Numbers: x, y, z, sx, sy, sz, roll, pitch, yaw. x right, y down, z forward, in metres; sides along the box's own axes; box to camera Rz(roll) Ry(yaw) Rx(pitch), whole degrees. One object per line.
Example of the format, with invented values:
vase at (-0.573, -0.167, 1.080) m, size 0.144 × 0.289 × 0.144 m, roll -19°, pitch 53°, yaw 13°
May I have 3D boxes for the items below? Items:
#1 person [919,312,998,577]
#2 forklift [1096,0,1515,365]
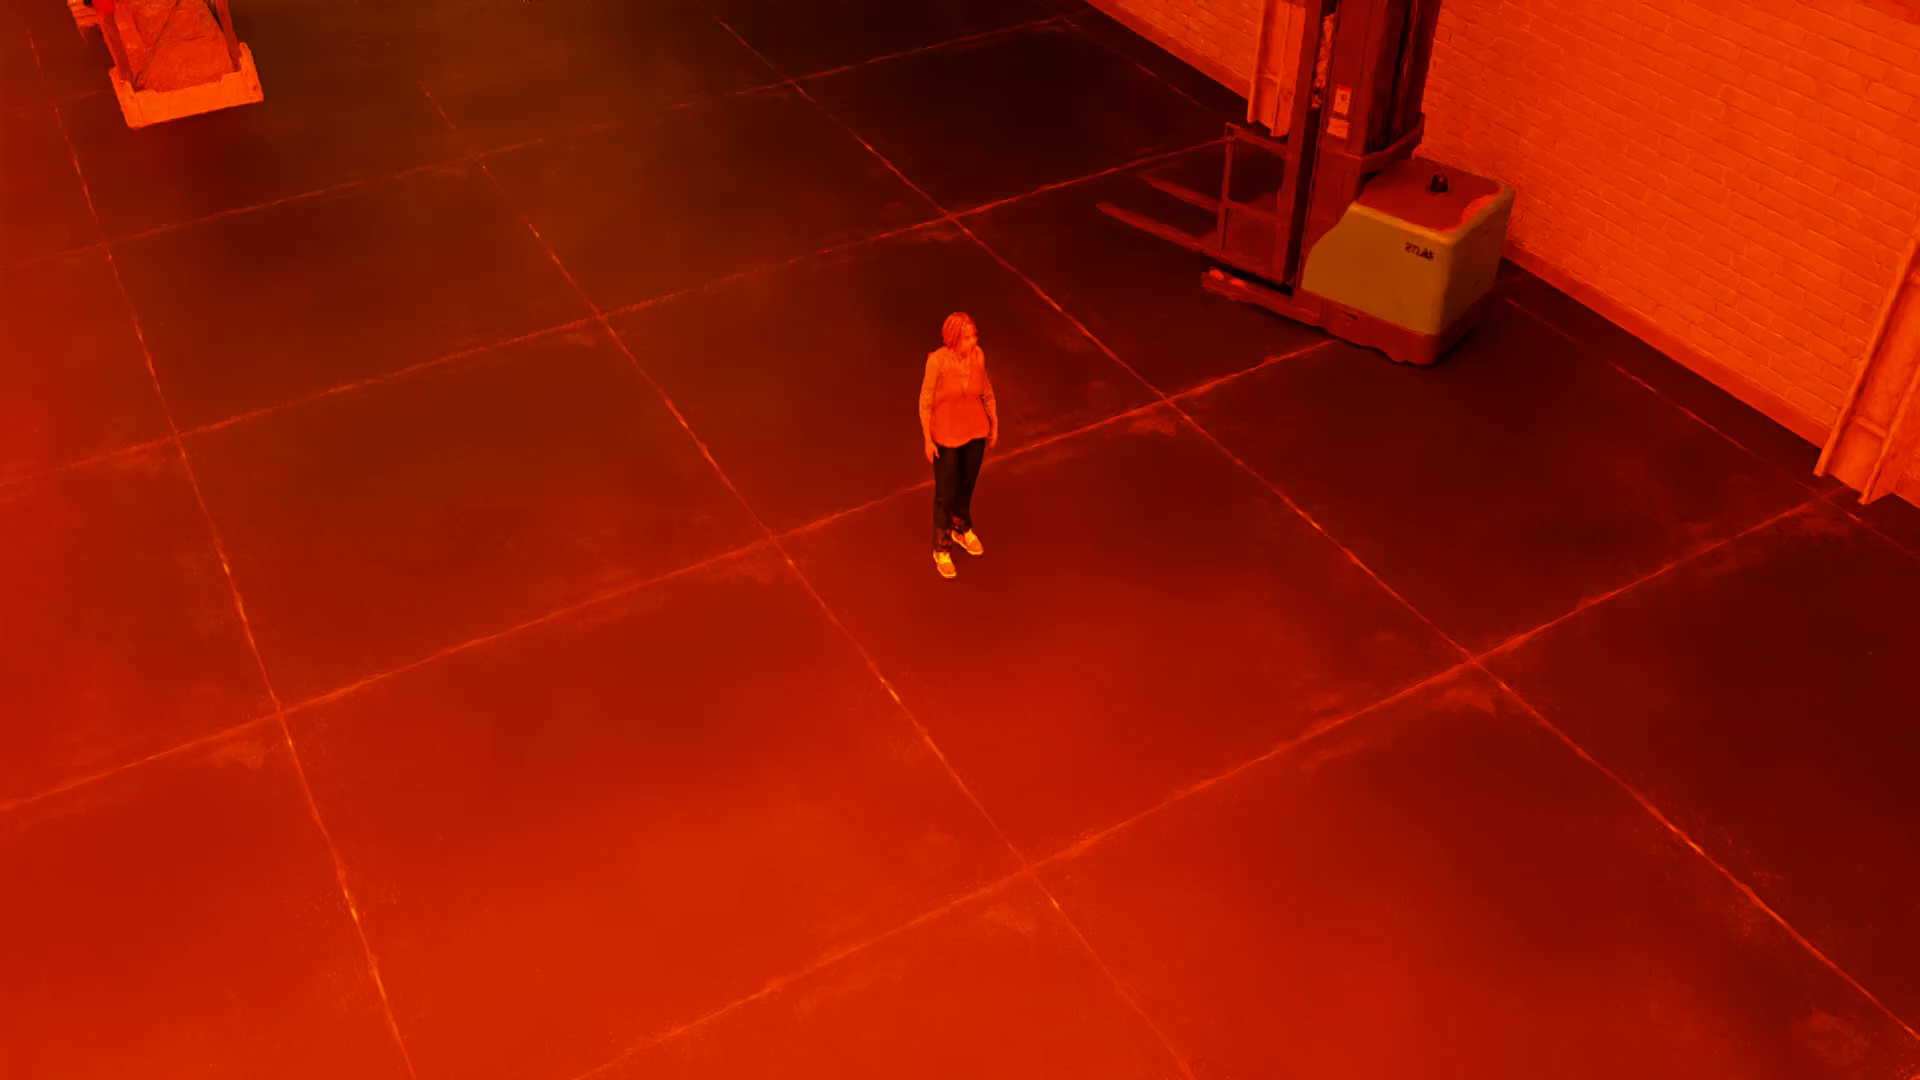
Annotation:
person at (0.025, -0.575, 9.763) m, size 0.520 × 1.597 × 0.474 m, roll -20°, pitch 44°, yaw -23°
forklift at (2.453, -3.151, 11.836) m, size 3.031 × 2.935 × 1.130 m, roll 28°, pitch 47°, yaw 30°
